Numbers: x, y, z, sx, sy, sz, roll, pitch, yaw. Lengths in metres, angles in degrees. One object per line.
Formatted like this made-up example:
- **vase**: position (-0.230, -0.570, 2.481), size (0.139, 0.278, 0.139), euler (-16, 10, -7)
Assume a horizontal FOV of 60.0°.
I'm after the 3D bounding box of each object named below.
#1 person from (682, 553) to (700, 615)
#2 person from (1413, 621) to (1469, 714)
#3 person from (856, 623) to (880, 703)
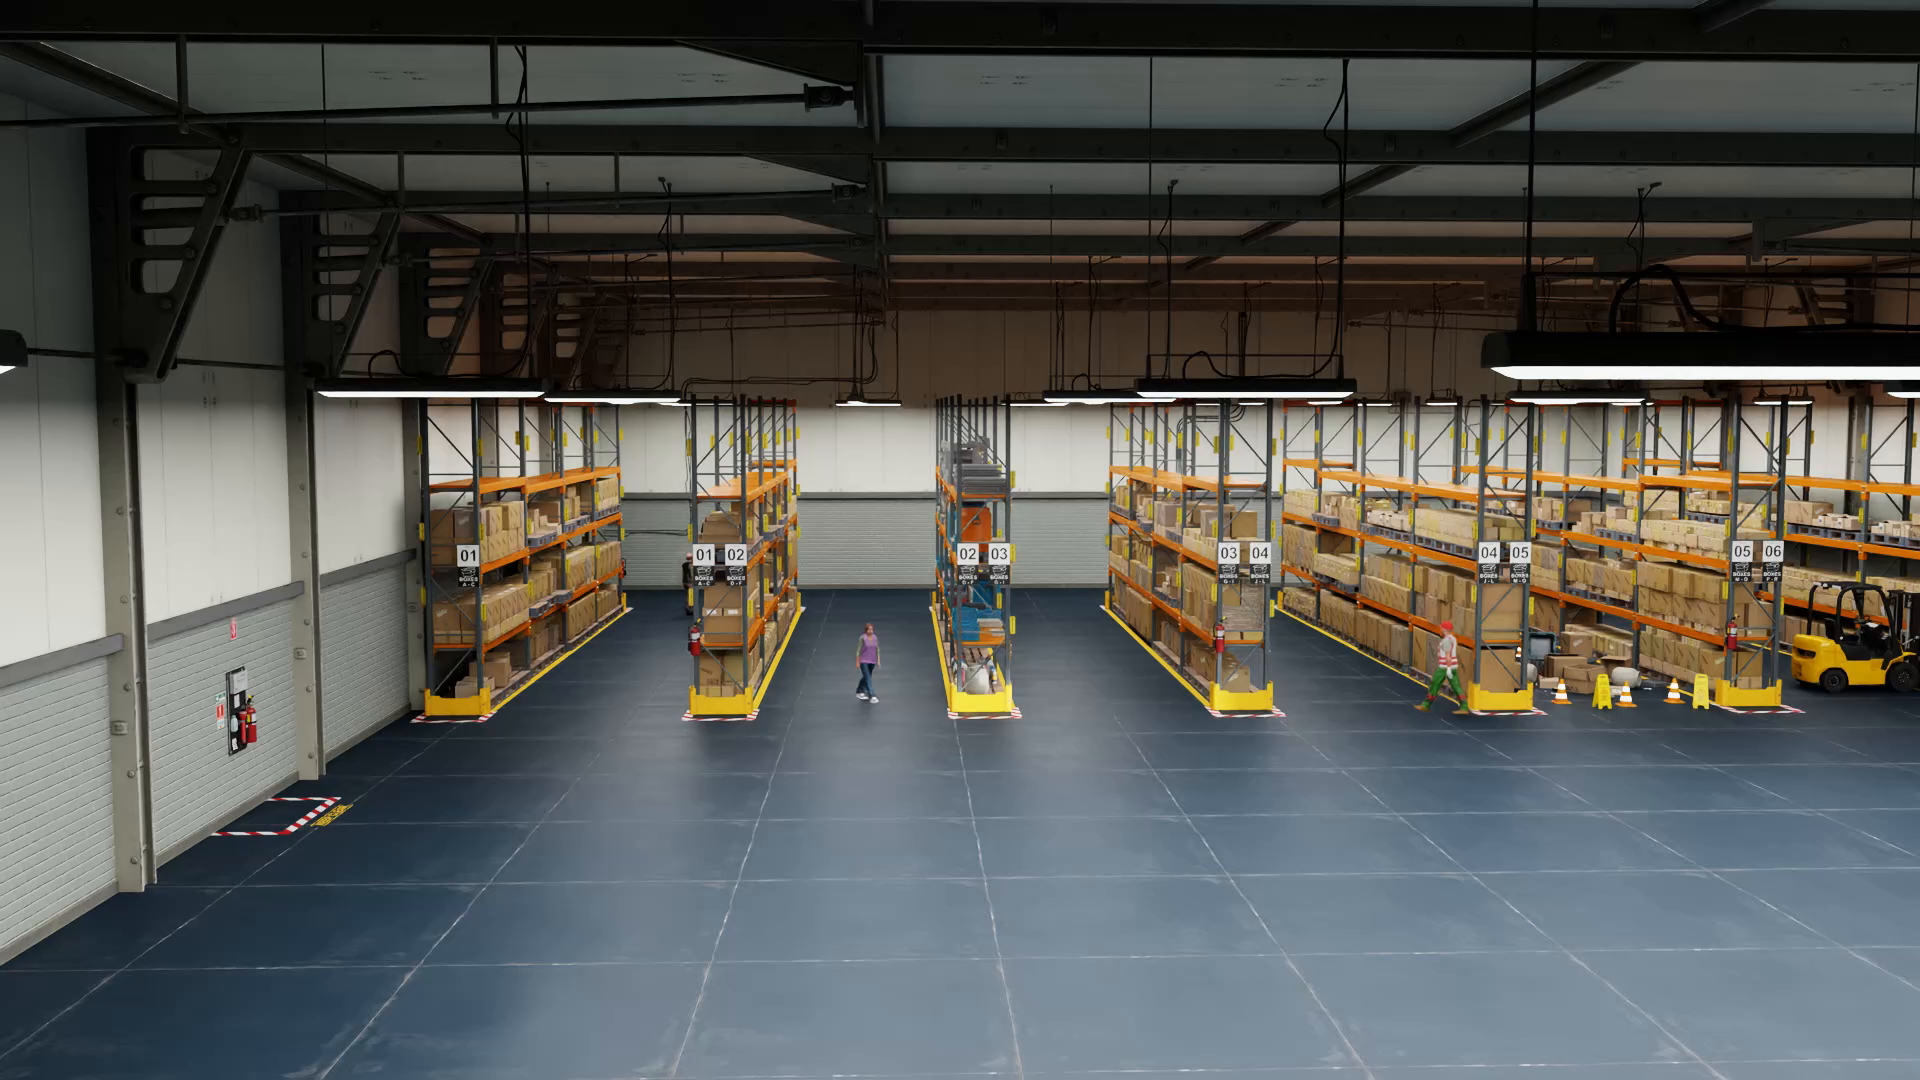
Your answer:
- **person**: position (-7.521, 1.232, 46.159), size (0.478, 1.724, 0.567), euler (-4, 6, -40)
- **person**: position (9.082, 2.373, 31.232), size (0.595, 1.722, 1.024), euler (-4, 6, -44)
- **person**: position (-1.770, 2.439, 32.369), size (0.440, 1.425, 0.979), euler (-4, 6, -41)
